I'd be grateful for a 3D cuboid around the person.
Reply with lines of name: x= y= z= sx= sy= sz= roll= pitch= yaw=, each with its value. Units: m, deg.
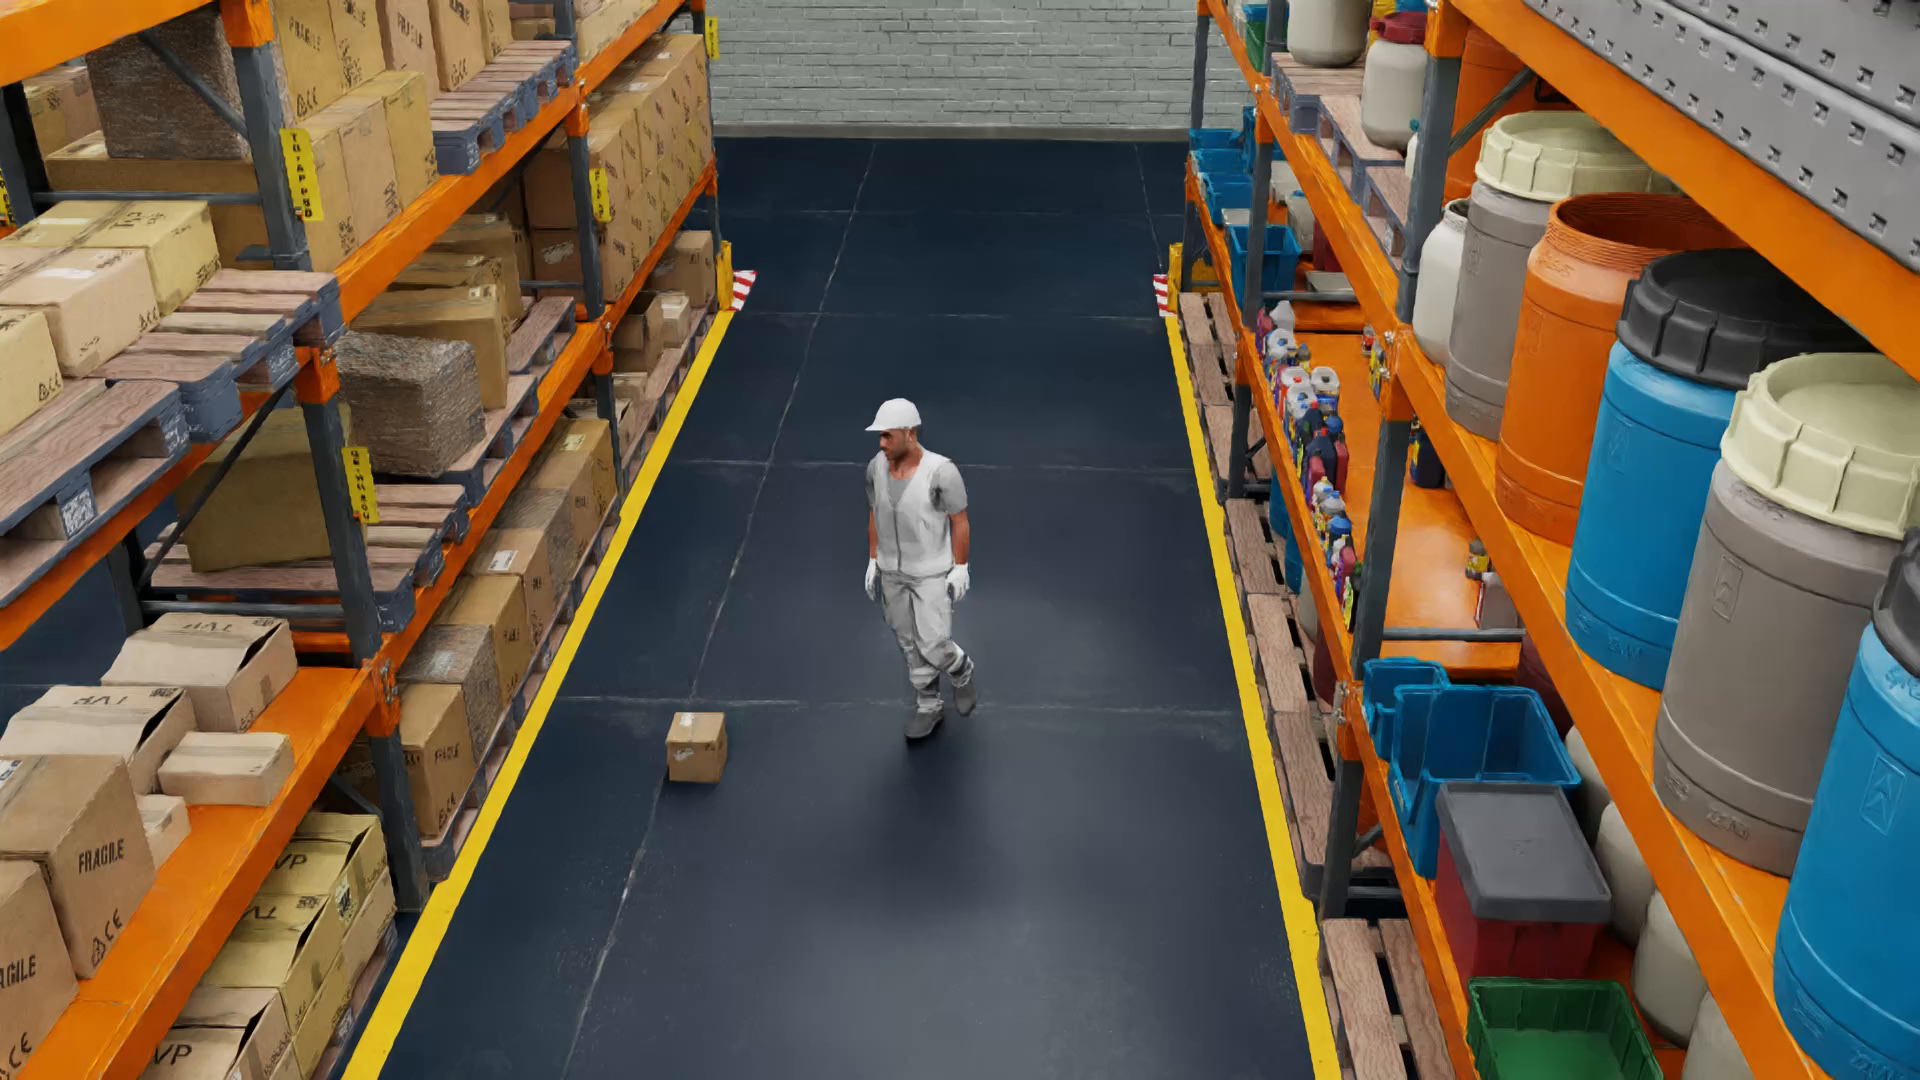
person: x=-0.222 y=0.138 z=8.305 sx=0.565 sy=1.768 sz=0.501 roll=15 pitch=31 yaw=26
